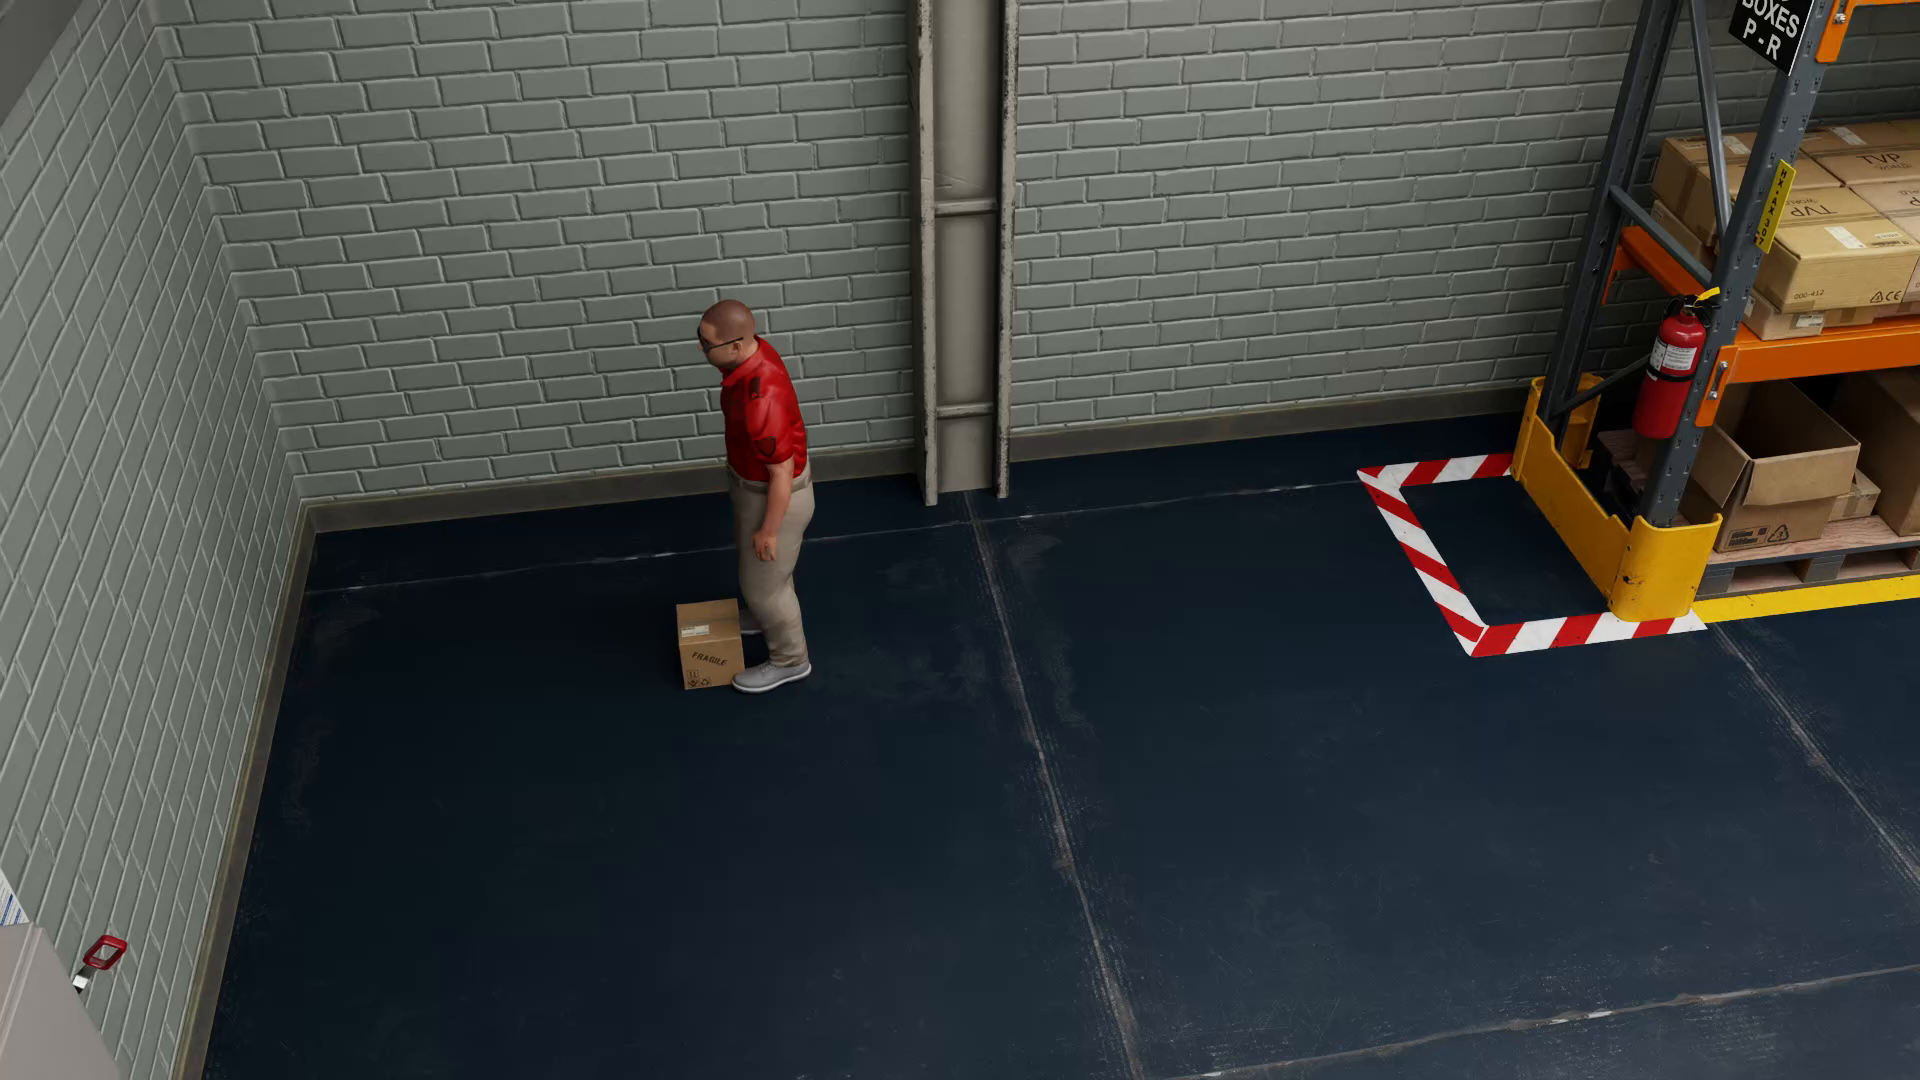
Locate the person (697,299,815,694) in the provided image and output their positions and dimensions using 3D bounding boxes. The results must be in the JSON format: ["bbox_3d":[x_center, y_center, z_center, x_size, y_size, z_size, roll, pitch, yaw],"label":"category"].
[{"bbox_3d":[-0.769,-0.182,6.394,0.394,1.726,0.605,-9,39,-11],"label":"person"}]
